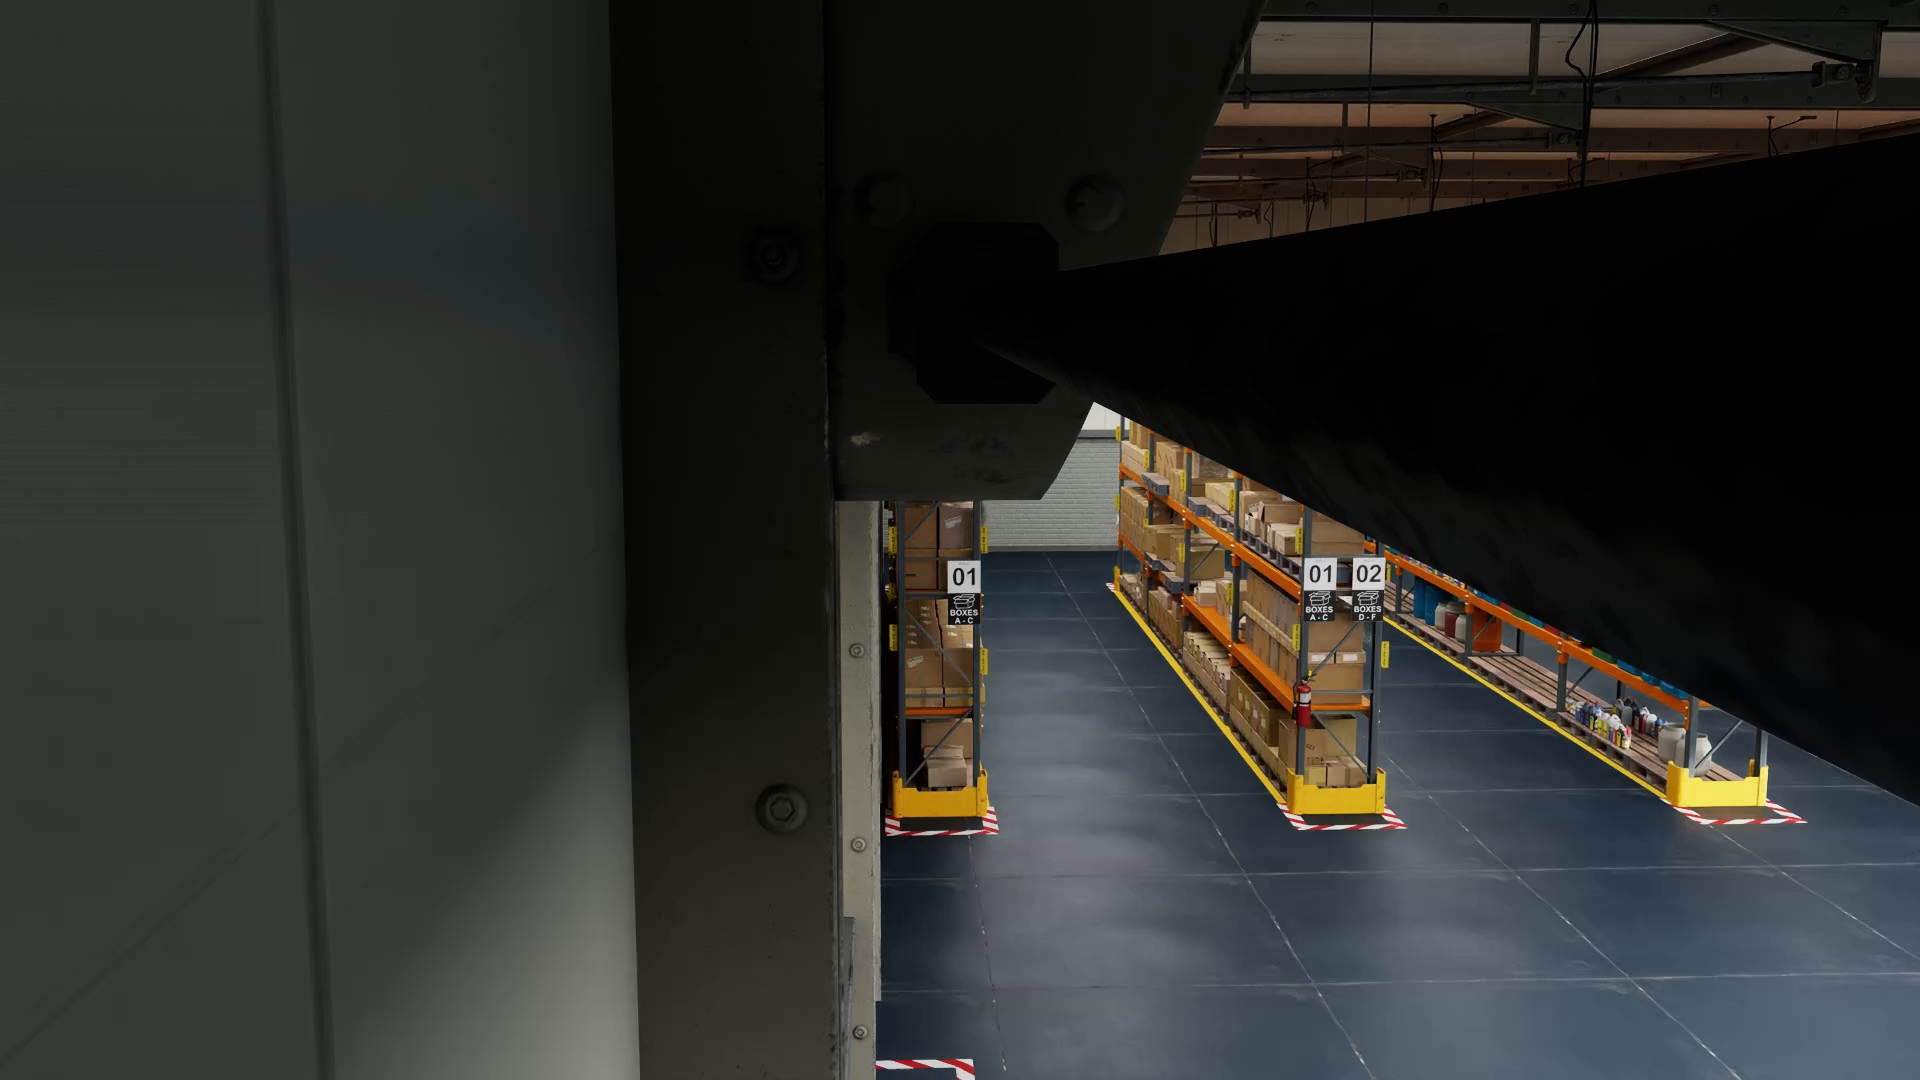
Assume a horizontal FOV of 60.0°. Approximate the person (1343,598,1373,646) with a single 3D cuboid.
[{"bbox_3d":[6.414,1.570,27.165,0.703,1.724,0.640,1,8,5],"label":"person"}]
